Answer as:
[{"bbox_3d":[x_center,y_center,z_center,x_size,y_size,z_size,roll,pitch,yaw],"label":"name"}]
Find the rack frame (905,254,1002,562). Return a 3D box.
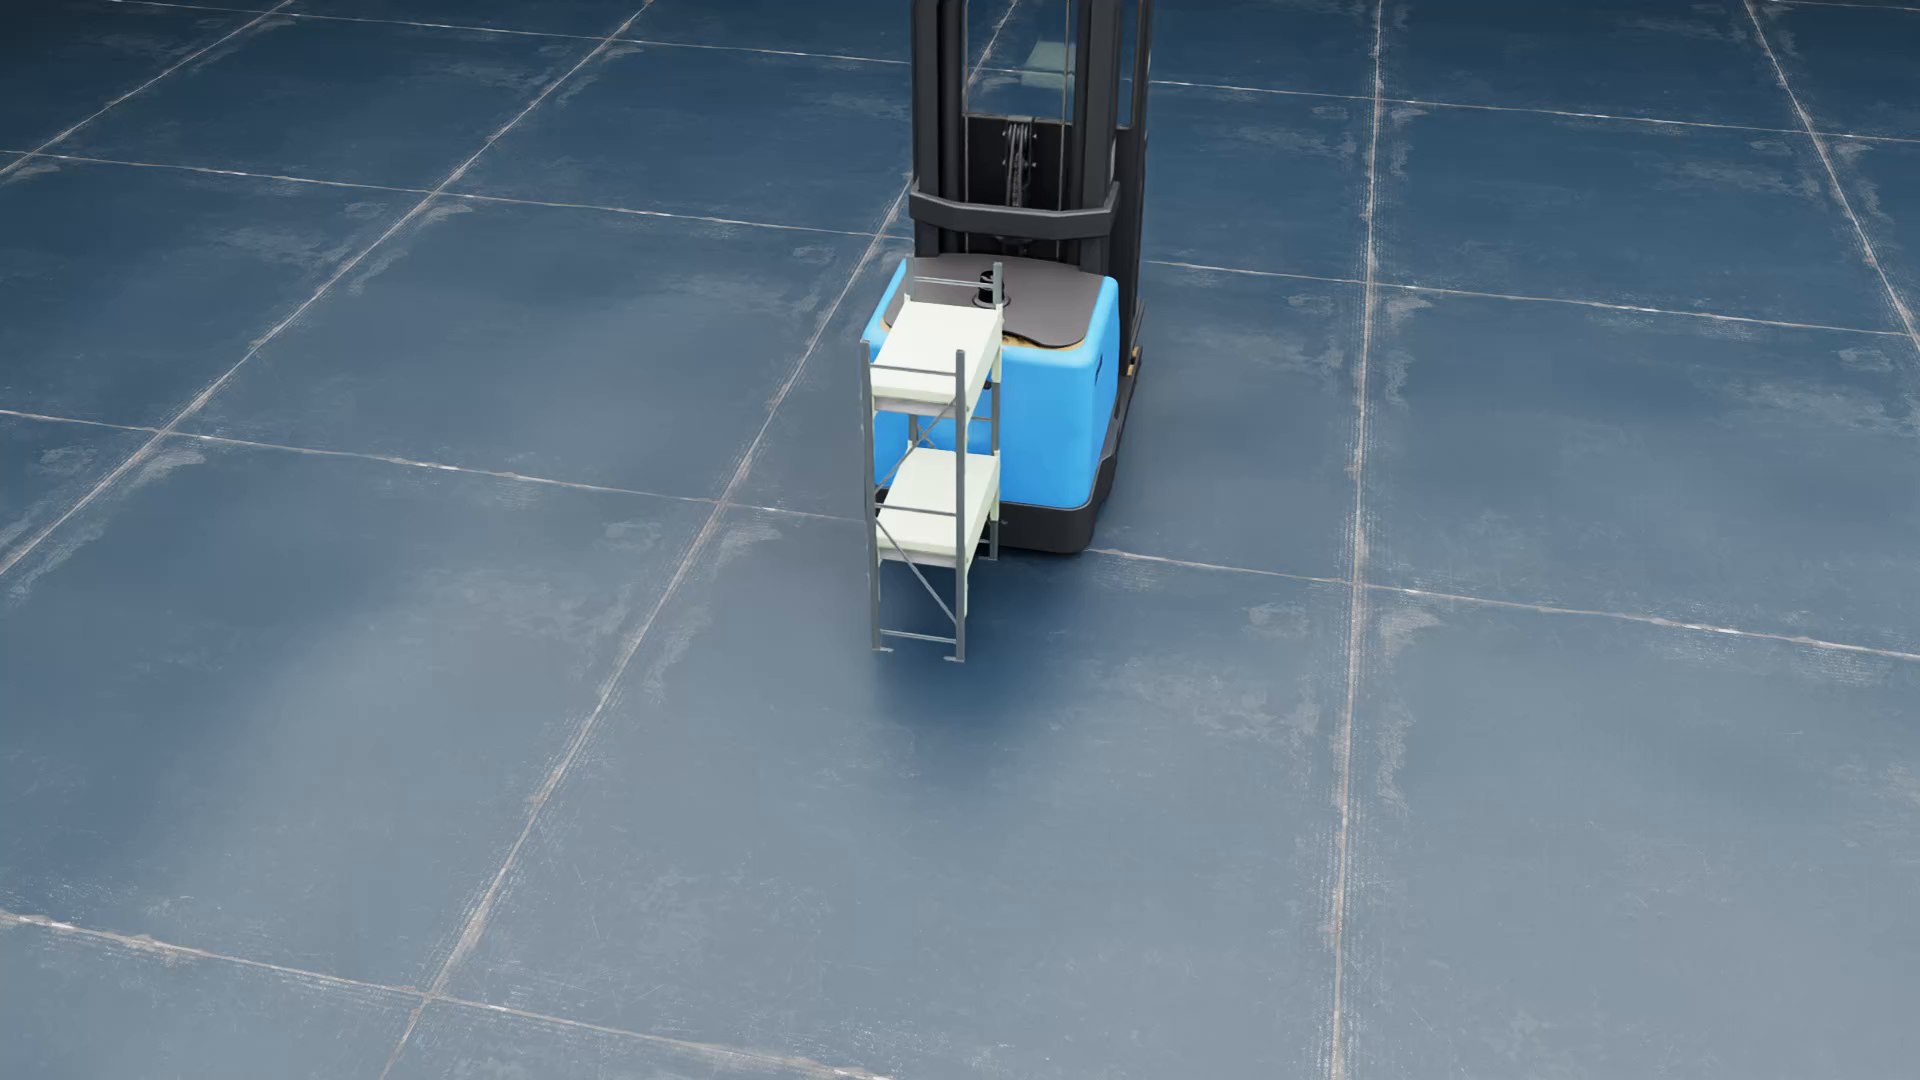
[{"bbox_3d":[-0.026,-0.536,7.212,0.400,1.500,0.023,7,37,10],"label":"rack frame"}]

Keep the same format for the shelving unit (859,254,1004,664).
[{"bbox_3d":[-0.102,-0.326,6.922,0.431,1.500,0.755,7,37,10],"label":"shelving unit"}]

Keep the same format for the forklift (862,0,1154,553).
[{"bbox_3d":[0.369,-1.988,7.996,1.130,2.935,3.031,7,37,10],"label":"forklift"}]

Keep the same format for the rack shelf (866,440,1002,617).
[{"bbox_3d":[-0.102,-0.062,7.113,0.431,0.370,0.720,7,37,10],"label":"rack shelf"}]

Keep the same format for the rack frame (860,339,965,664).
[{"bbox_3d":[-0.178,-0.116,6.632,0.400,1.500,0.023,7,37,10],"label":"rack frame"}]

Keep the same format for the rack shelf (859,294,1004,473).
[{"bbox_3d":[-0.102,-0.642,6.693,0.431,0.370,0.720,7,37,10],"label":"rack shelf"}]
